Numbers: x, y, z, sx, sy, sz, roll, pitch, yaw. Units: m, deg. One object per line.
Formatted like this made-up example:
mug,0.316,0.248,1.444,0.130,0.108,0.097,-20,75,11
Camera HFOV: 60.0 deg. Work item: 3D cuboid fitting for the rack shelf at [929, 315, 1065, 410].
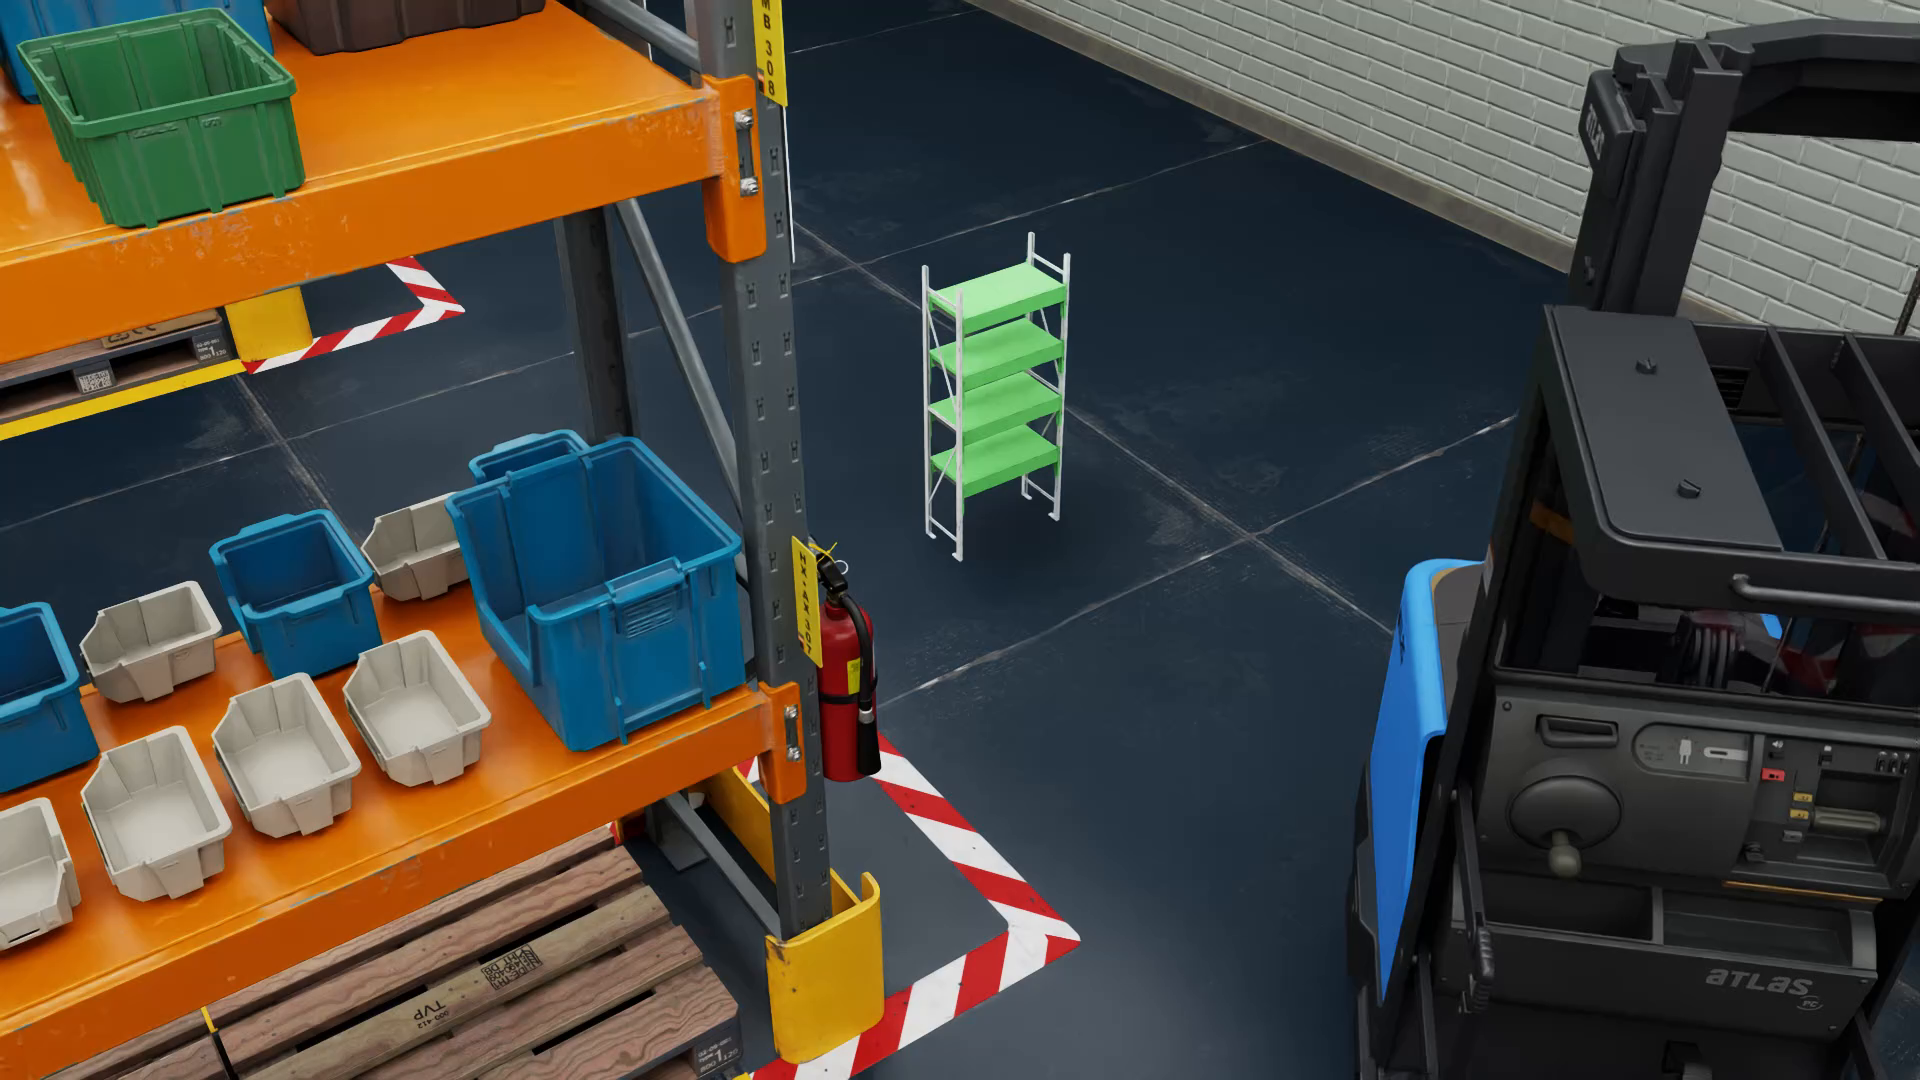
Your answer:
rack shelf,0.135,-0.686,6.374,0.480,0.148,0.258,-22,41,-28

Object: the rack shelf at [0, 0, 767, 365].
rack shelf,-2.317,-0.298,2.643,4.000,0.370,1.077,-22,41,-28

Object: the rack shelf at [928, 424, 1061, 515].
rack shelf,0.135,-0.296,6.655,0.480,0.148,0.258,-22,41,-28

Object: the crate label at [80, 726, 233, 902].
crate label,-1.704,0.594,3.529,0.243,0.136,0.396,-22,41,-28

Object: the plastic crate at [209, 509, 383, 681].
plastic crate,-1.612,0.146,4.070,0.300,0.233,0.416,-22,41,-28

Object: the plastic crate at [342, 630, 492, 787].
plastic crate,-1.245,0.398,3.802,0.243,0.136,0.396,-22,41,-28

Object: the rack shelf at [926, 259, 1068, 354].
rack shelf,0.135,-0.881,6.234,0.480,0.148,0.258,-22,41,-28

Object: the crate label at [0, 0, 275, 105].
crate label,-1.623,-1.046,3.194,0.502,0.251,0.408,-22,41,-28

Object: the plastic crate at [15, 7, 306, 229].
plastic crate,-1.324,-0.709,2.779,0.336,0.188,0.450,-22,41,-28

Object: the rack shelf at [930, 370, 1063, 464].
rack shelf,0.135,-0.491,6.514,0.480,0.148,0.258,-22,41,-28

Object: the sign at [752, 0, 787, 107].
sign,-0.352,-0.963,3.041,0.005,0.325,0.100,-22,41,-28

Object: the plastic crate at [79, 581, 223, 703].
plastic crate,-1.938,0.260,3.994,0.298,0.136,0.250,-22,41,-28

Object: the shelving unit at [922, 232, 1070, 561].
shelving unit,0.135,-0.543,6.477,0.503,1.200,0.258,-22,41,-28

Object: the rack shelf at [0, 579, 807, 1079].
rack shelf,-2.317,0.920,3.518,4.000,0.370,1.077,-22,41,-28

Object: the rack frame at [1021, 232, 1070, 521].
rack frame,0.335,-0.625,6.591,0.015,1.200,0.240,-22,41,-28

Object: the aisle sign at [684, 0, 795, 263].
aisle sign,-0.455,-0.985,3.324,0.004,0.787,0.394,-22,41,-28

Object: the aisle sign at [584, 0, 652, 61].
aisle sign,-0.795,-1.266,3.715,0.004,0.787,0.394,-22,41,-28

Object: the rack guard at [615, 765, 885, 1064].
rack guard,-0.670,0.955,4.993,0.348,0.500,1.175,-22,41,-28

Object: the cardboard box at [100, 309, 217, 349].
cardboard box,-3.836,-1.274,7.716,0.500,0.500,0.500,-22,41,-28

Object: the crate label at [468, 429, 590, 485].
crate label,-1.074,-0.076,4.378,0.303,0.233,0.416,-22,41,-28

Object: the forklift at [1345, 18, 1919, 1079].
forklift,1.572,0.619,3.379,1.130,2.935,3.031,5,36,7

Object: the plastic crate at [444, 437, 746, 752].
plastic crate,-0.849,0.118,3.935,0.499,0.435,0.616,-22,41,-28

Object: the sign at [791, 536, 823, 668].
sign,-0.352,0.146,3.839,0.005,0.325,0.100,-22,41,-28

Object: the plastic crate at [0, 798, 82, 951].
plastic crate,-1.935,0.703,3.378,0.250,0.136,0.298,-22,41,-28

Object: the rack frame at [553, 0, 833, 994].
rack frame,-0.683,-0.045,4.244,0.127,3.000,1.000,-22,41,-28

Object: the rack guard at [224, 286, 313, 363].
rack guard,-3.595,-1.370,8.227,0.348,0.500,1.175,-22,41,-28

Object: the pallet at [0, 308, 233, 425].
pallet,-4.246,-0.984,7.938,1.213,0.211,1.003,-22,41,-28

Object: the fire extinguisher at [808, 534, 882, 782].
fire extinguisher,-0.298,0.304,4.144,0.183,0.674,0.296,-22,41,-28

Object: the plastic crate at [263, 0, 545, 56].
plastic crate,-1.158,-1.213,3.411,0.590,0.269,0.497,-22,41,-28

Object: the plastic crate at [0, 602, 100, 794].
plastic crate,-2.150,0.367,3.762,0.300,0.233,0.416,-22,41,-28

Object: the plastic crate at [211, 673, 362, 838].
plastic crate,-1.490,0.489,3.676,0.243,0.136,0.396,-22,41,-28

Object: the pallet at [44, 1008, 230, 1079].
pallet,-2.375,1.754,4.131,1.213,0.211,1.003,-22,41,-28

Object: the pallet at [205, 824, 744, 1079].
pallet,-1.379,1.346,4.698,1.213,0.211,1.003,-22,41,-28

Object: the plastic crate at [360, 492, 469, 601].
plastic crate,-1.384,0.032,4.311,0.298,0.136,0.250,-22,41,-28

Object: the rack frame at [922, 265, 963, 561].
rack frame,-0.064,-0.461,6.363,0.015,1.200,0.240,-22,41,-28
